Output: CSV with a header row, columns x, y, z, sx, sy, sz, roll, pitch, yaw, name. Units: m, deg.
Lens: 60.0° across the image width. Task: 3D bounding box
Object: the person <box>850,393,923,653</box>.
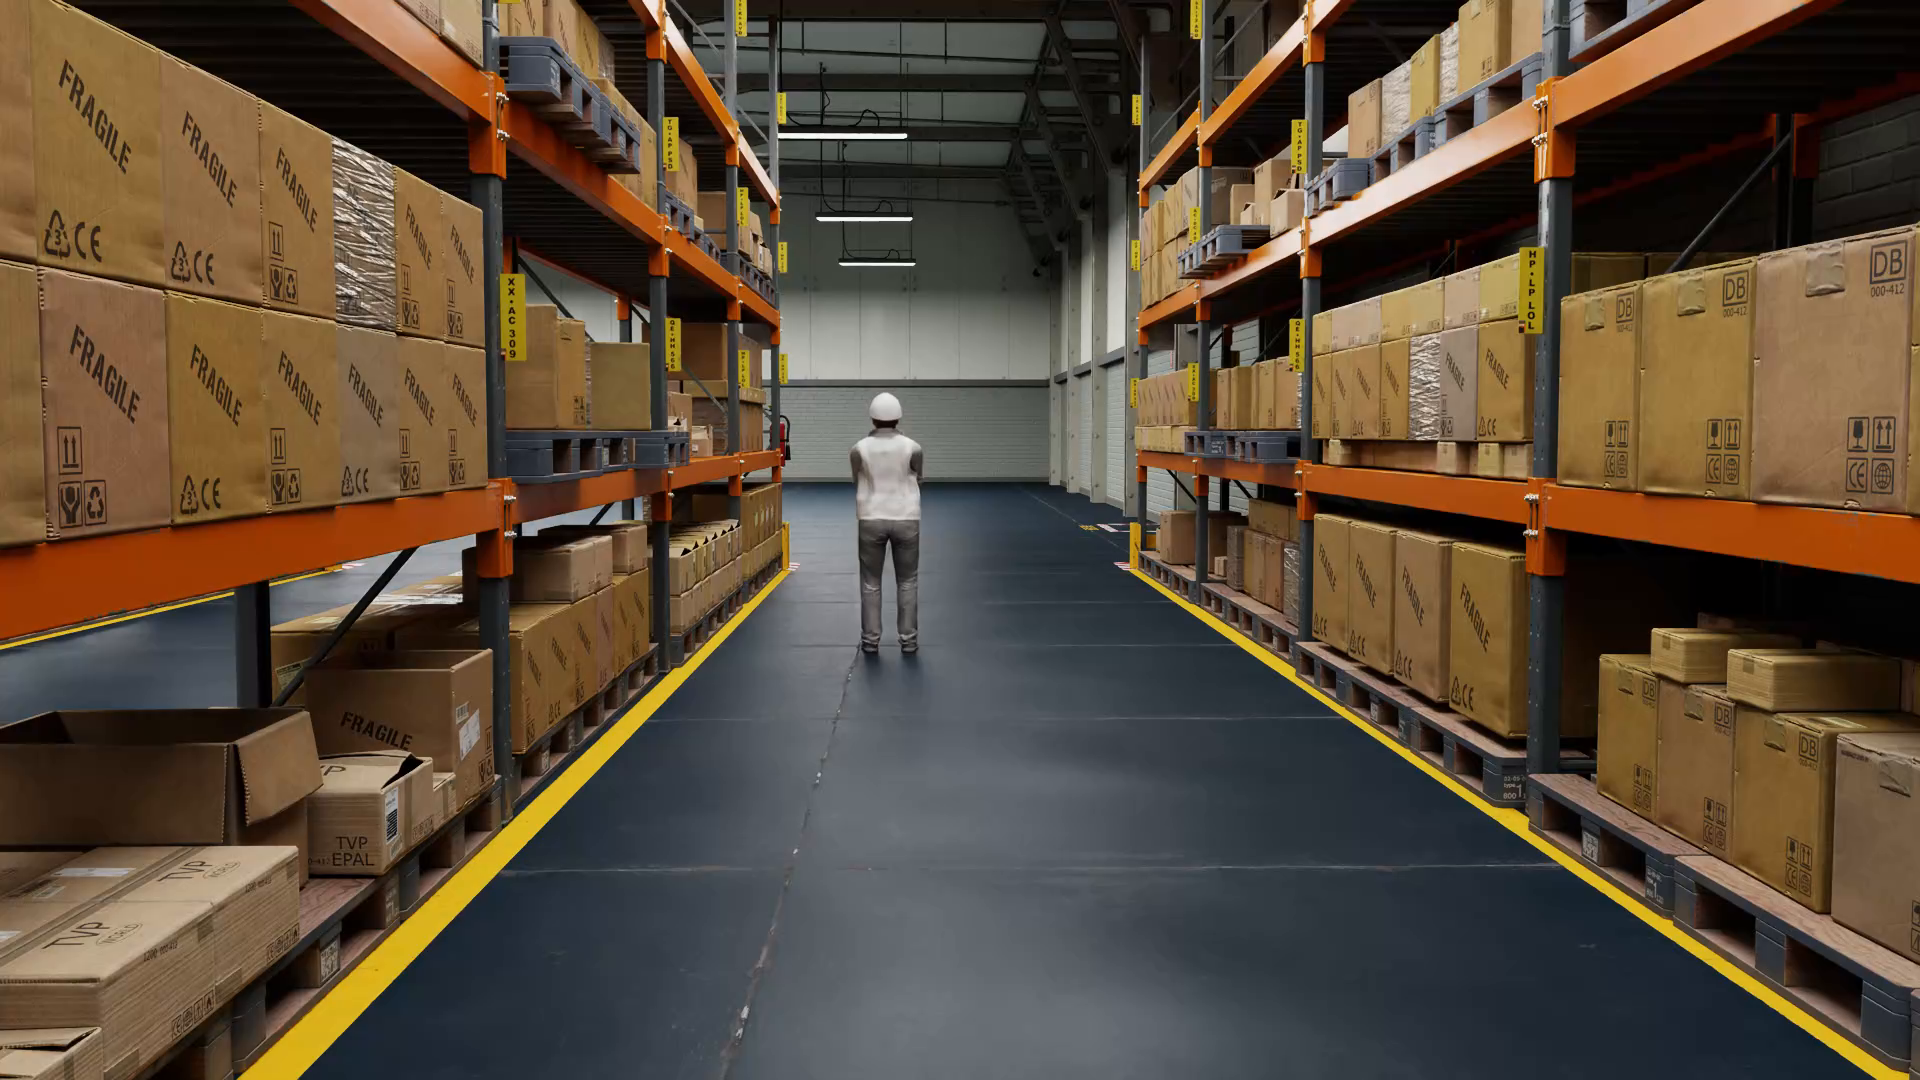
x,y,z,sx,sy,sz,roll,pitch,yaw,name
-0.503,-0.123,11.460,0.499,1.767,0.554,0,4,-2,person
